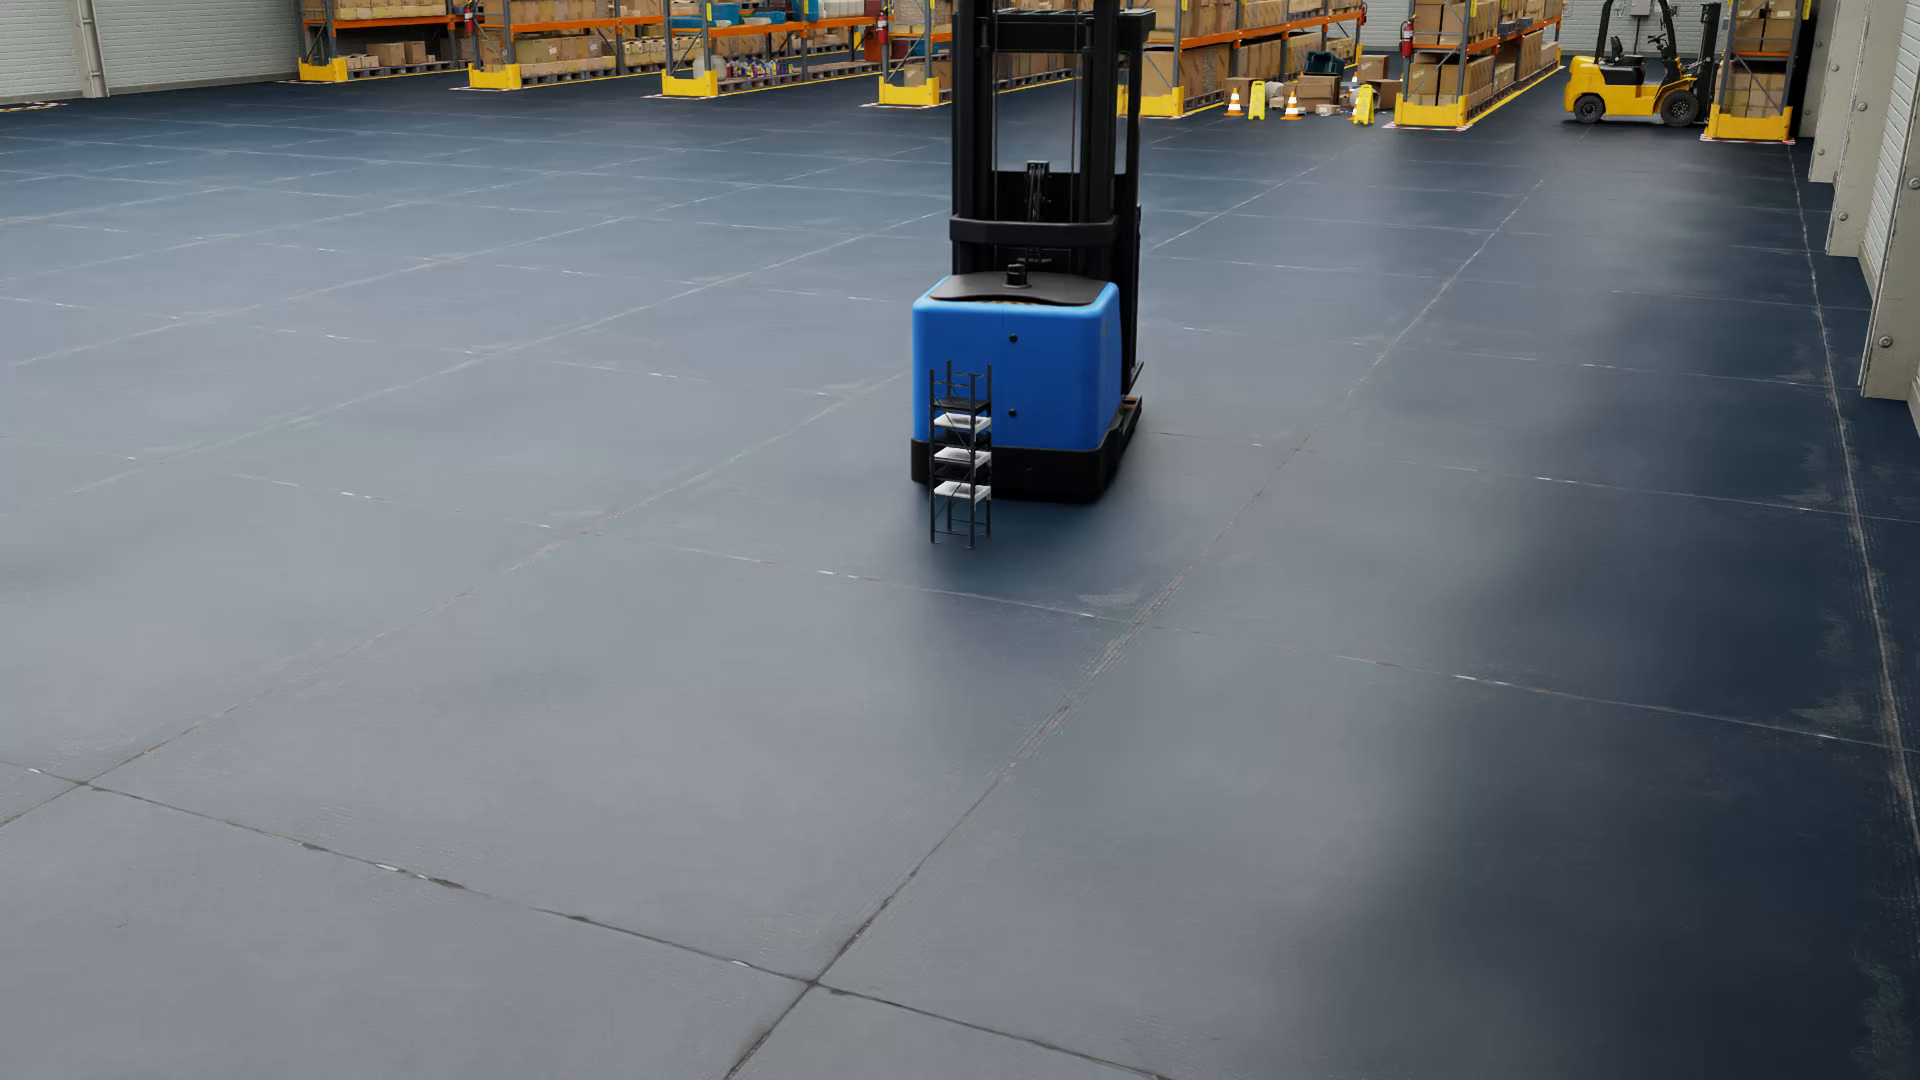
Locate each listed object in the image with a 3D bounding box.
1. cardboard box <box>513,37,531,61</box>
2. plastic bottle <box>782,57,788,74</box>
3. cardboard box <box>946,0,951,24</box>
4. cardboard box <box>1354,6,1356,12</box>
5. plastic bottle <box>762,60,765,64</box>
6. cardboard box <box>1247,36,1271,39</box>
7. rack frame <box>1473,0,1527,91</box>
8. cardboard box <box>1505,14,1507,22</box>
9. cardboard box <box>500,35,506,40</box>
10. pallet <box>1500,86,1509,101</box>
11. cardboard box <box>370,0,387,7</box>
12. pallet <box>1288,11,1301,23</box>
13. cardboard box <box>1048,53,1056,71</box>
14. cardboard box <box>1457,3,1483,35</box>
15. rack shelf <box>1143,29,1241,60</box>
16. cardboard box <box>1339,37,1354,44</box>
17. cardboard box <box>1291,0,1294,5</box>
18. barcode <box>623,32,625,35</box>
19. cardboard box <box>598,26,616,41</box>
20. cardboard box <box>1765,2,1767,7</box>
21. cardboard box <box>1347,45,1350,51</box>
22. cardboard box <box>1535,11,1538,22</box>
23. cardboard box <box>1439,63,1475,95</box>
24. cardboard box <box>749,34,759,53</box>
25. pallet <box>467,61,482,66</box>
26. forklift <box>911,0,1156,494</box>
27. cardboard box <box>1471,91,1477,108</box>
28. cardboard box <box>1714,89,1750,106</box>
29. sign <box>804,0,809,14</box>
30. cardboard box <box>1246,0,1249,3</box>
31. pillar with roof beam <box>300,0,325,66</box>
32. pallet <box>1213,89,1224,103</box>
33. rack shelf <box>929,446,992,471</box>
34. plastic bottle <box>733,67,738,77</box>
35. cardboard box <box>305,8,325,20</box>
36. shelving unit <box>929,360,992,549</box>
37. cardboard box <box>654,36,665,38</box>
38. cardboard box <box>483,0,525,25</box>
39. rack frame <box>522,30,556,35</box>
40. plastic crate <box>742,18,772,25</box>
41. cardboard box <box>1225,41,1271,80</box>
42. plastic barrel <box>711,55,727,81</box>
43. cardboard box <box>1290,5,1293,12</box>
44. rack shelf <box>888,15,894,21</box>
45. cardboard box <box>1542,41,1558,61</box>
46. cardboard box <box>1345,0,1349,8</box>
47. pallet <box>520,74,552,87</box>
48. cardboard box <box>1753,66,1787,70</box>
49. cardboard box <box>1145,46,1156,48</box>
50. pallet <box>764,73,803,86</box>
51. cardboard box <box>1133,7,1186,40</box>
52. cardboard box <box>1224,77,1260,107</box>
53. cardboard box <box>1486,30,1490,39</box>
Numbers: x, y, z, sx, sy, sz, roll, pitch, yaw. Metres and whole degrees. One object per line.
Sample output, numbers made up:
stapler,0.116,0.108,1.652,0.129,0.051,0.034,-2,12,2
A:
cardboard box,-9.714,-11.001,37.282,0.500,0.500,0.500,9,21,23
plastic bottle,-3.904,-10.497,36.806,0.144,0.351,0.185,8,21,21
cardboard box,-0.677,-10.393,32.623,0.875,0.500,0.500,9,21,23
cardboard box,10.002,-13.724,42.957,0.380,0.149,0.250,9,21,23
plastic bottle,-4.433,-10.659,37.379,0.097,0.271,0.097,0,20,0
cardboard box,6.778,-11.225,37.539,0.500,0.250,0.500,8,21,21
rack frame,11.295,-10.958,34.804,1.000,3.000,0.127,9,21,23
cardboard box,10.282,-10.015,31.902,0.380,0.149,0.250,9,21,24
cardboard box,-12.045,-12.862,43.231,0.700,0.500,0.500,8,21,22
pallet,10.472,-9.034,33.555,1.003,0.211,1.213,9,21,23
cardboard box,-13.681,-12.615,38.538,0.500,0.500,0.500,8,21,21
pallet,6.932,-11.748,37.313,1.213,0.211,1.003,9,21,23
cardboard box,1.782,-10.968,37.907,0.700,0.500,0.500,7,21,18
cardboard box,8.675,-8.965,28.608,0.500,0.500,0.500,9,22,24
rack shelf,4.280,-9.433,31.590,1.077,0.370,4.000,9,21,23
cardboard box,10.028,-12.990,43.258,0.380,0.149,0.250,9,21,23
cardboard box,7.228,-12.029,37.121,0.380,0.149,0.250,10,22,25
barcode,-7.936,-11.958,39.258,0.001,0.075,0.075,9,21,23
cardboard box,-10.174,-14.276,46.715,0.750,0.750,0.750,9,22,24
cardboard box,12.828,-8.693,26.874,0.380,0.149,0.250,9,21,23
cardboard box,9.846,-12.687,42.850,0.380,0.149,0.250,8,21,20
cardboard box,12.545,-11.631,36.921,0.500,0.250,0.500,8,21,21
cardboard box,8.611,-7.984,28.800,0.500,0.500,0.500,8,21,21
cardboard box,-5.707,-13.281,44.411,0.500,0.500,0.500,8,21,21
pallet,-12.126,-12.432,43.112,1.003,0.211,1.213,9,21,23
forklift,0.546,-2.086,9.959,1.130,2.935,3.031,4,20,12
cardboard box,8.817,-7.778,29.340,0.500,0.250,0.500,9,22,25
cardboard box,12.463,-7.162,26.861,0.500,0.250,0.500,8,21,22
sign,-3.406,-11.826,36.832,0.100,0.325,0.005,9,21,23
cardboard box,5.506,-11.212,33.876,0.700,0.500,0.500,8,21,22
pillar with roof beam,-11.154,-14.480,35.754,9.100,9.000,0.400,9,21,23
pallet,4.717,-8.848,33.033,1.003,0.211,1.213,9,21,23
rack shelf,0.003,-0.395,8.336,0.258,0.077,0.200,9,21,23
plastic bottle,-4.882,-10.166,36.098,0.097,0.201,0.097,0,20,0
cardboard box,-14.565,-12.019,37.983,0.500,0.250,0.500,9,21,23
shelving unit,0.003,-0.426,8.325,0.258,0.900,0.210,9,21,23
cardboard box,-7.472,-12.563,41.958,0.500,0.311,0.500,8,21,21
cardboard box,-9.856,-11.420,35.956,0.700,0.500,0.500,9,21,23
rack frame,-11.303,-14.357,44.361,1.000,3.000,0.127,9,21,23
plastic crate,-4.337,-11.119,35.651,0.530,0.136,0.437,9,21,23
cardboard box,6.051,-10.302,35.692,1.050,0.750,0.750,9,21,24
plastic barrel,-5.136,-9.942,35.035,0.421,0.512,0.421,0,20,0
cardboard box,7.215,-11.877,37.136,0.380,0.149,0.250,10,22,25
rack shelf,-1.446,-13.270,42.378,1.077,0.370,4.000,9,21,23
cardboard box,14.392,-12.179,41.434,0.875,0.438,0.875,8,21,21
cardboard box,9.436,-13.602,41.647,0.500,0.500,0.500,10,22,25
pallet,-9.783,-10.158,36.717,1.003,0.211,1.213,9,21,23
cardboard box,13.550,-7.787,27.873,0.500,0.250,0.500,8,21,22
cardboard box,4.603,-13.203,43.662,0.875,0.875,0.875,9,21,23
pallet,-4.216,-10.261,37.006,1.003,0.211,1.213,9,21,23
cardboard box,3.572,-9.351,30.062,0.875,0.550,0.550,9,21,23
cardboard box,5.400,-8.591,31.877,0.500,0.500,0.500,13,23,32
cardboard box,9.390,-9.166,30.139,0.380,0.149,0.250,8,21,22
